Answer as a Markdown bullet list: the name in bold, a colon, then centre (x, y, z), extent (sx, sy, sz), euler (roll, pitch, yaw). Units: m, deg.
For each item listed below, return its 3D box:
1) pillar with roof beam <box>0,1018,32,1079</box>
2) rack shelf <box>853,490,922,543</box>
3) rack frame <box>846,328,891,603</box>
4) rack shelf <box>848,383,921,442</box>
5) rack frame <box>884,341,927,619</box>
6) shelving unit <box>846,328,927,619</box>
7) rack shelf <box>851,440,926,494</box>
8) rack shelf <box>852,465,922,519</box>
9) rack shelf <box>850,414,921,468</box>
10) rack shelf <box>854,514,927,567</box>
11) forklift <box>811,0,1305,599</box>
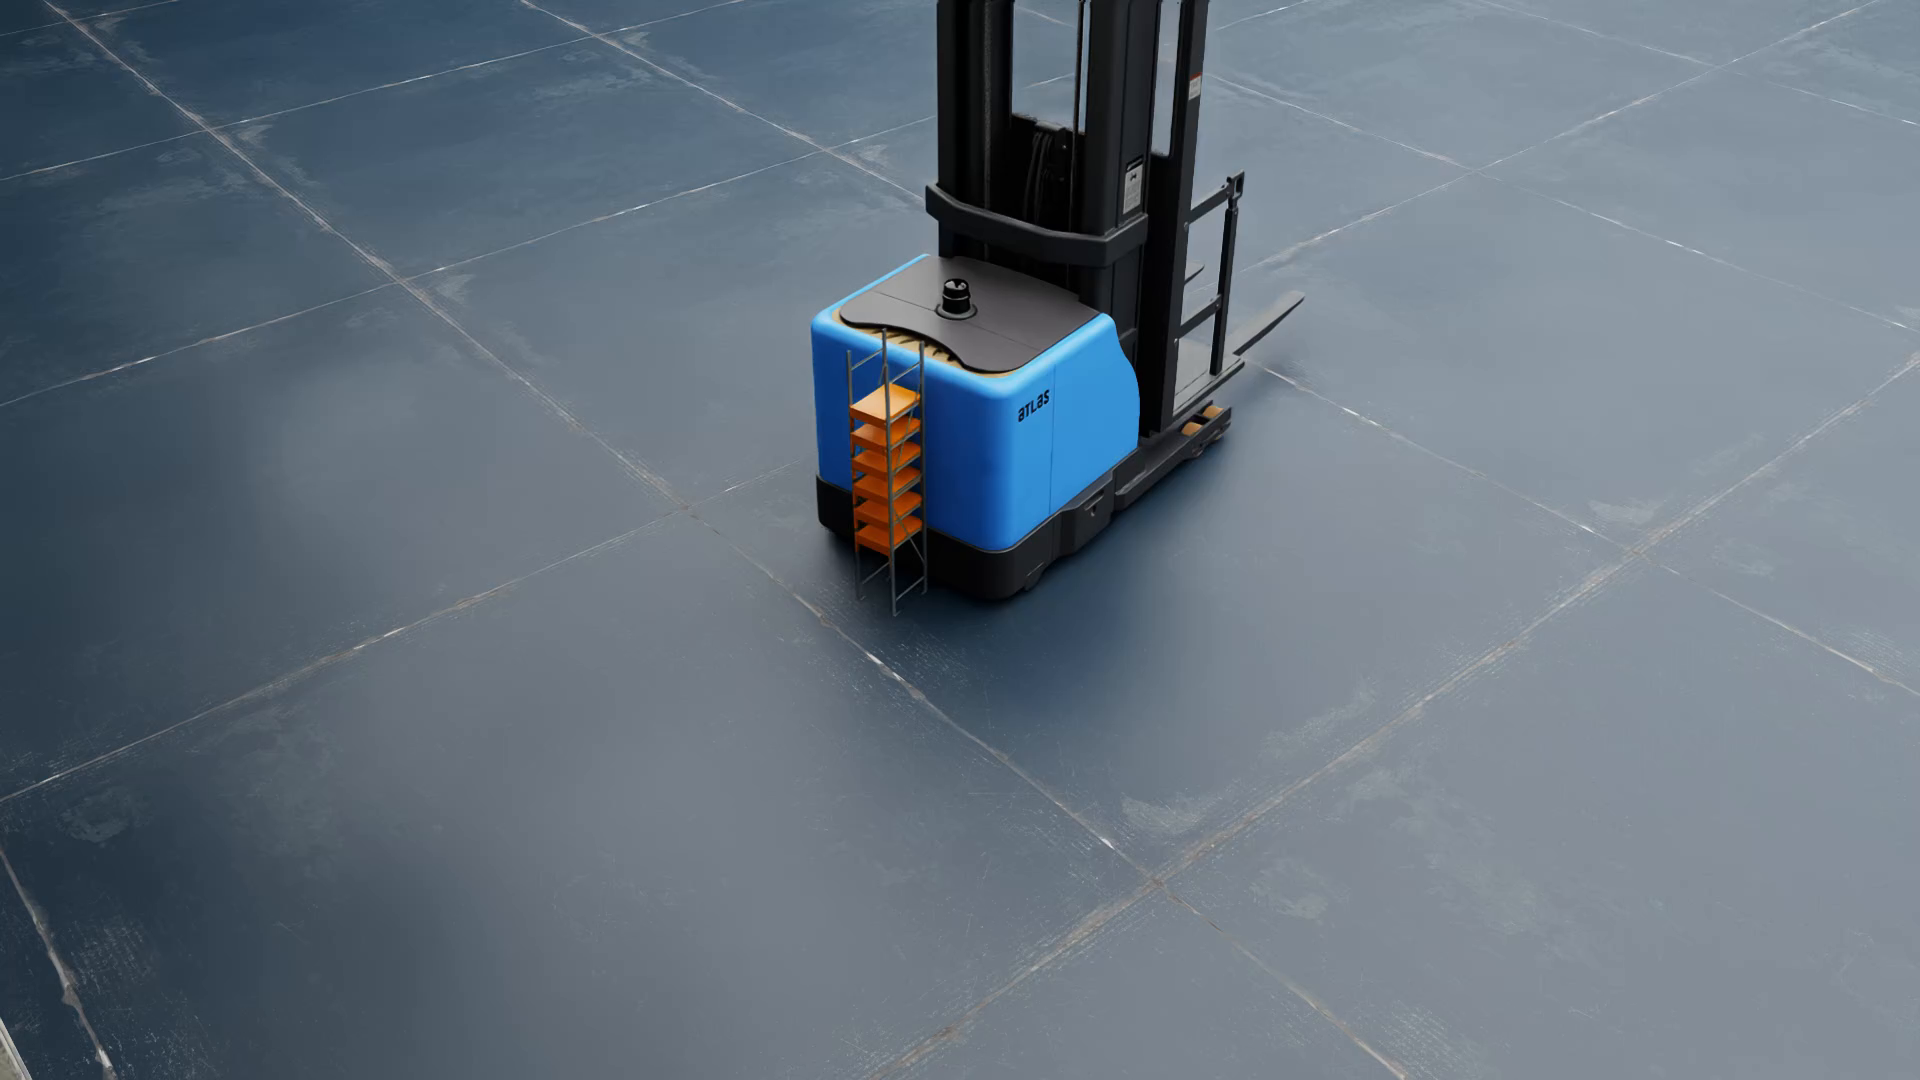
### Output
- **pillar with roof beam**: centre (1.439, -2.861, 3.636), extent (9.100, 9.000, 0.400), euler (-26, 43, -32)
- **rack shelf**: centre (-0.286, -0.115, 6.791), extent (0.180, 0.103, 0.258), euler (23, 41, 28)
- **rack frame**: centre (-0.360, -0.280, 6.740), extent (0.006, 1.200, 0.240), euler (23, 41, 28)
- **rack shelf**: centre (-0.286, -0.507, 6.514), extent (0.180, 0.103, 0.258), euler (23, 41, 28)
- **rack frame**: centre (-0.211, -0.219, 6.653), extent (0.006, 1.200, 0.240), euler (23, 41, 28)
- **shelving unit**: centre (-0.286, -0.249, 6.696), extent (0.189, 1.200, 0.258), euler (23, 41, 28)
- **rack shelf**: centre (-0.286, -0.311, 6.653), extent (0.180, 0.103, 0.258), euler (23, 41, 28)
- **rack shelf**: centre (-0.286, -0.213, 6.722), extent (0.180, 0.103, 0.258), euler (23, 41, 28)
- **rack shelf**: centre (-0.286, -0.409, 6.583), extent (0.180, 0.103, 0.258), euler (23, 41, 28)
- **rack shelf**: centre (-0.286, -0.017, 6.861), extent (0.180, 0.103, 0.258), euler (23, 41, 28)
- **forklift**: centre (0.658, -1.745, 7.311), extent (1.130, 2.935, 3.031), euler (24, 42, 30)
